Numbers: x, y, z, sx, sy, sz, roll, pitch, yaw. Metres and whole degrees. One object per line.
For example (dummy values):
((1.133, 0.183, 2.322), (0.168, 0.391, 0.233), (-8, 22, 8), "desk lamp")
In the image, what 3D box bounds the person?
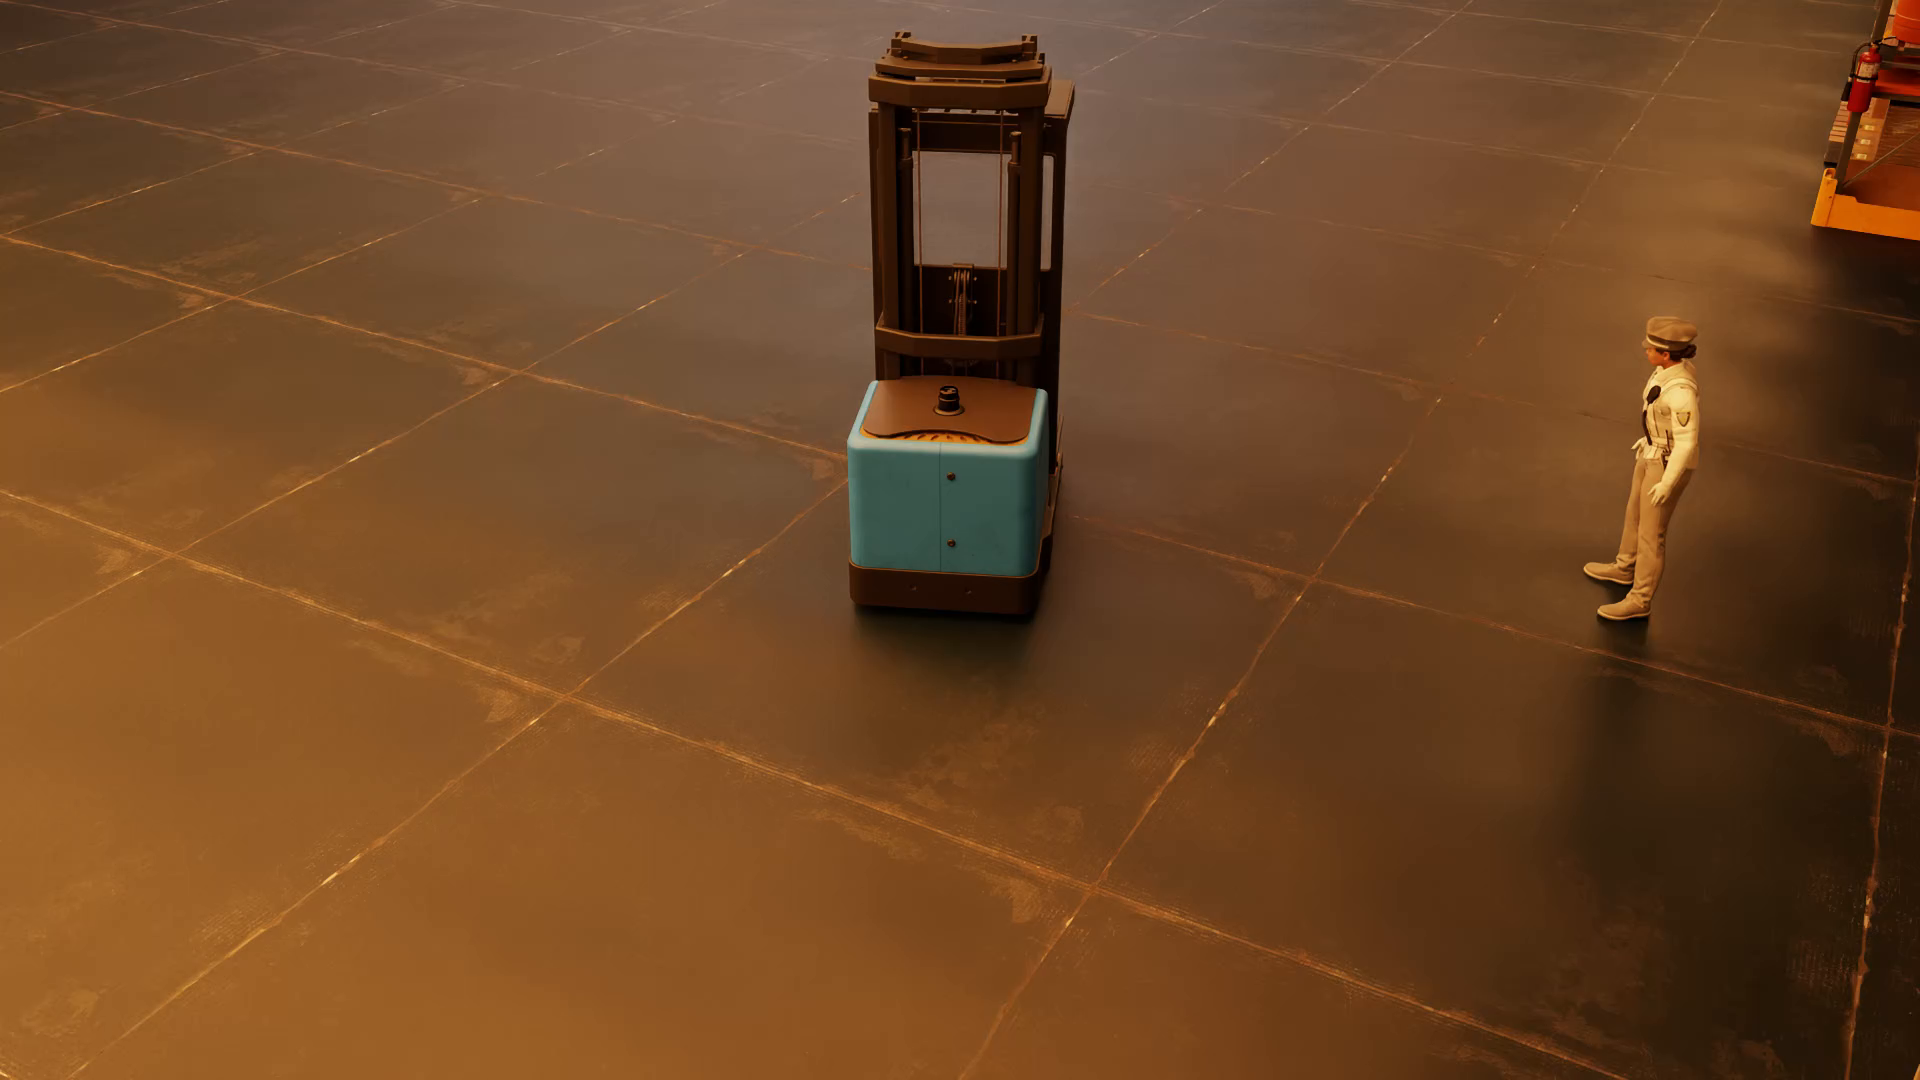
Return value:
((3.782, -0.406, 9.050), (0.417, 1.667, 0.633), (7, 31, 13), "person")

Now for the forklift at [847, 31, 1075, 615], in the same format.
((0.072, -1.572, 9.794), (1.130, 2.935, 3.031), (3, 30, 6), "forklift")
